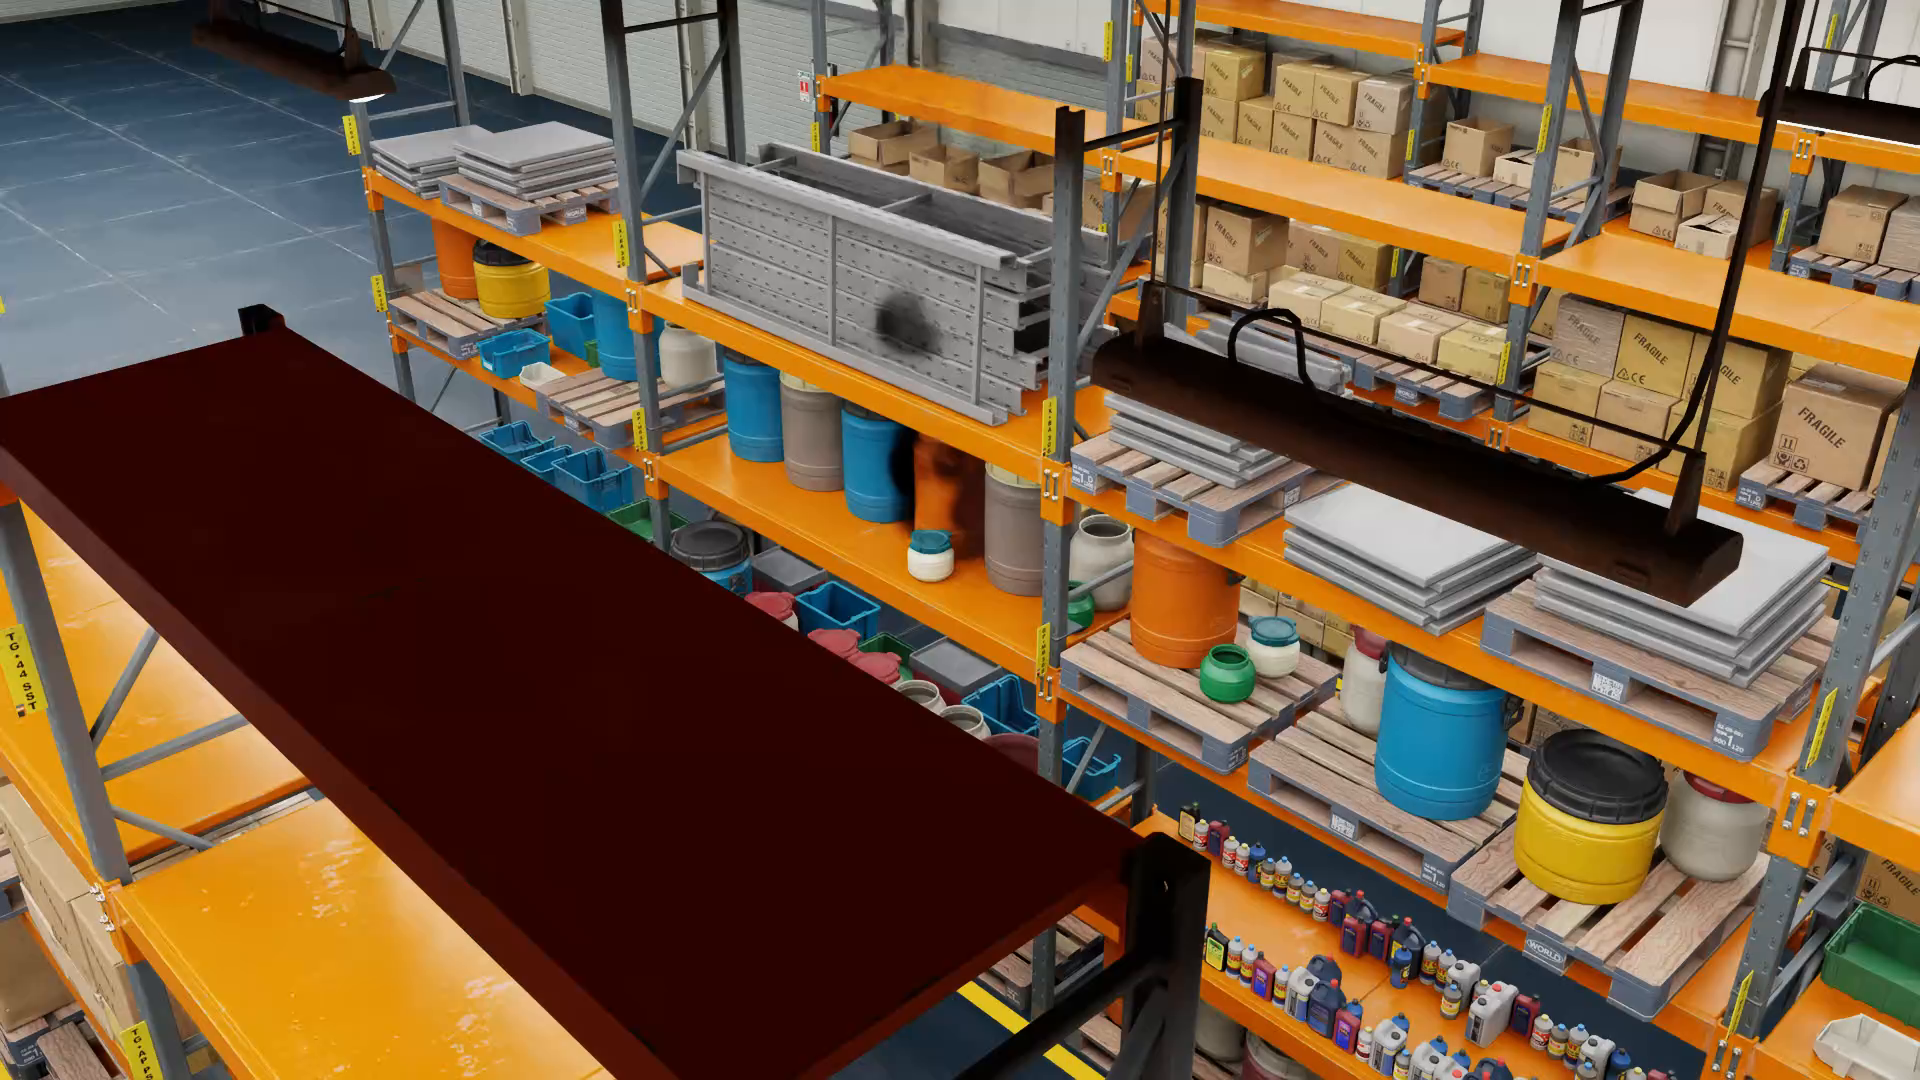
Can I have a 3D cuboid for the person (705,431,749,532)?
[{"bbox_3d":[-2.136,-0.284,15.620,0.719,1.687,0.578,-24,36,-37],"label":"person"}]
